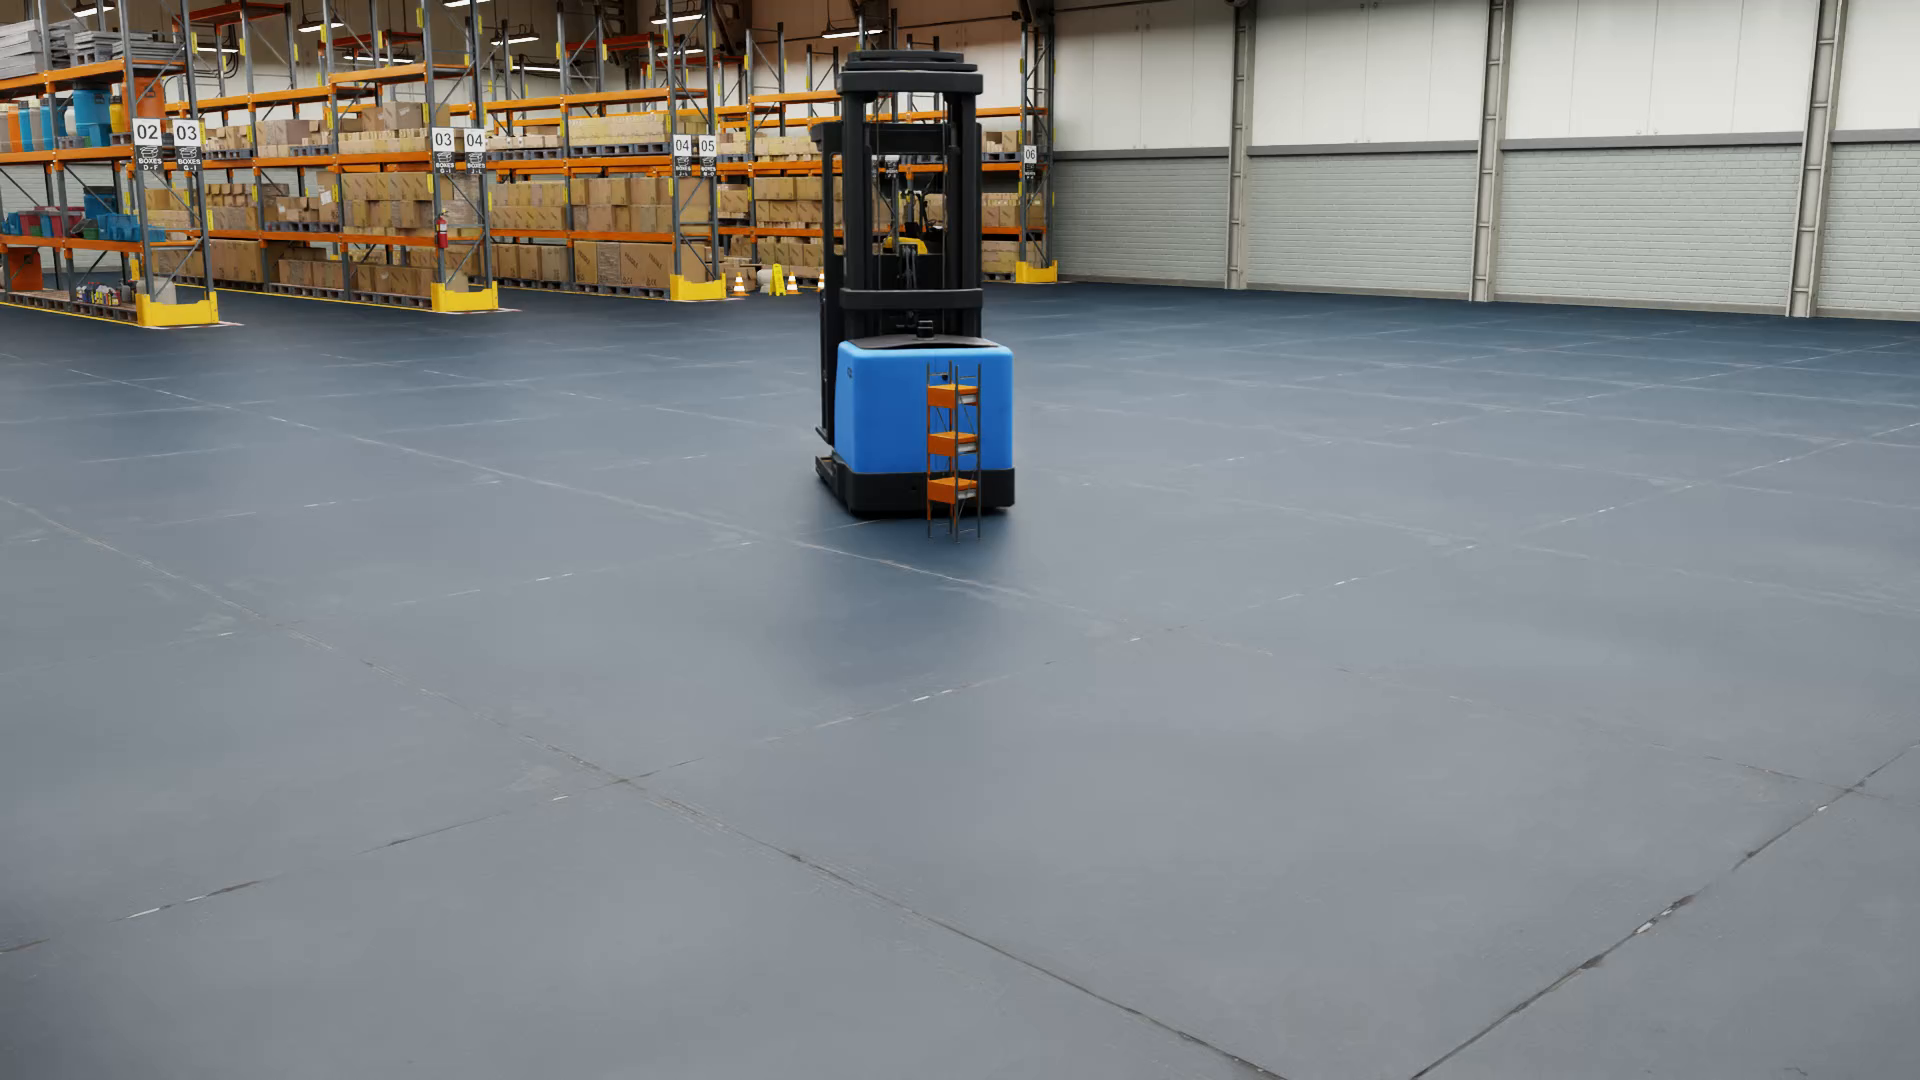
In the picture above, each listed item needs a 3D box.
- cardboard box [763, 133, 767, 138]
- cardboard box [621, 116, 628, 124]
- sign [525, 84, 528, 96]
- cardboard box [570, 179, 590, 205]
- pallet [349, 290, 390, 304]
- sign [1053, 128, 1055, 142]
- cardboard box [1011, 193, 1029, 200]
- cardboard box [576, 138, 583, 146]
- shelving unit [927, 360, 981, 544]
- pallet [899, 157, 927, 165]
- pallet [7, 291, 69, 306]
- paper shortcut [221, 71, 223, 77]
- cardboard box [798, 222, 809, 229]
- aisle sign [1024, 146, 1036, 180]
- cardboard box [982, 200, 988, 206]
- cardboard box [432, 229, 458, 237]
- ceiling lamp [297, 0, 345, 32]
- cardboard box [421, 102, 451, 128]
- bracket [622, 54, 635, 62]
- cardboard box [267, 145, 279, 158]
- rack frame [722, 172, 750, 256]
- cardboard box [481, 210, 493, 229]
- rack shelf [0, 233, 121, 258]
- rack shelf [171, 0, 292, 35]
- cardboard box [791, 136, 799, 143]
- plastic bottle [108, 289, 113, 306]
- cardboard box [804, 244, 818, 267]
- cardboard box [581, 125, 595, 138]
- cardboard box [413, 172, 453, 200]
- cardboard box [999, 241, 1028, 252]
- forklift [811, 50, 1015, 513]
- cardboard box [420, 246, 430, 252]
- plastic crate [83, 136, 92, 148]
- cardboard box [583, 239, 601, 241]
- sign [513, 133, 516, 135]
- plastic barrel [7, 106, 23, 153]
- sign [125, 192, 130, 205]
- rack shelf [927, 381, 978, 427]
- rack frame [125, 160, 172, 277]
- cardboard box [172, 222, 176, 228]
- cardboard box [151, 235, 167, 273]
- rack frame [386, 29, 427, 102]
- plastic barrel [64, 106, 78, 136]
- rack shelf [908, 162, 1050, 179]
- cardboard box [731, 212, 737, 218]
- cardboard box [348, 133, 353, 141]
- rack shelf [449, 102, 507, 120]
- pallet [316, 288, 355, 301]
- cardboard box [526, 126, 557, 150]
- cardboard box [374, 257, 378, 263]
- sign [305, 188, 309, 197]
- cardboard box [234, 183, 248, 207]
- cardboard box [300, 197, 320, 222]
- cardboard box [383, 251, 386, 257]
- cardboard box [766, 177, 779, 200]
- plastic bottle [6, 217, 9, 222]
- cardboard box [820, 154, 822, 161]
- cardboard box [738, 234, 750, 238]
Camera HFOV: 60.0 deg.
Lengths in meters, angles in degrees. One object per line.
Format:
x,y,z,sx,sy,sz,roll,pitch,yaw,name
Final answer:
-4.983,-9.659,40.019,0.500,0.250,0.500,-11,16,-44,cardboard box
-6.622,-8.491,33.614,0.380,0.149,0.250,-11,16,-43,cardboard box
-12.403,-12.860,47.517,0.100,0.325,0.005,-11,16,-43,sign
-7.799,-7.439,35.539,0.875,0.550,0.550,-11,16,-43,cardboard box
-11.196,-4.760,32.494,1.003,0.211,1.213,-11,16,-43,pallet
2.237,-9.721,39.866,0.100,0.325,0.005,-11,16,-43,sign
1.432,-8.244,39.900,0.380,0.149,0.250,-11,16,-42,cardboard box
-7.843,-8.358,34.948,0.380,0.149,0.250,-11,16,-42,cardboard box
-0.037,-0.522,9.843,0.215,1.050,0.252,-11,16,-43,shelving unit
-1.549,-9.795,43.060,1.217,0.209,0.805,11,16,43,pallet
-17.523,-4.629,31.855,1.003,0.211,1.213,-11,16,-43,pallet
-15.740,-9.929,35.459,0.009,0.170,0.078,4,-25,-45,paper shortcut
-3.462,-7.166,37.881,0.380,0.149,0.250,-11,16,-43,cardboard box
1.665,-8.931,39.387,0.394,0.787,0.004,-11,16,-43,aisle sign
0.675,-8.237,40.601,0.250,0.149,0.380,11,16,43,cardboard box
-9.269,-5.525,29.919,0.380,0.149,0.250,-11,16,-43,cardboard box
-14.641,-13.446,38.410,0.800,3.185,2.000,-11,16,-43,ceiling lamp
-9.753,-7.798,30.672,0.500,0.500,0.500,-11,16,-43,cardboard box
-10.398,-15.154,52.245,0.235,0.232,0.430,-11,16,-43,bracket
-13.953,-8.020,34.342,0.500,0.250,0.500,-10,16,-41,cardboard box
-6.455,-9.460,48.395,1.000,3.000,0.127,-11,16,-43,rack frame
-10.676,-7.425,38.271,0.500,0.500,0.500,-11,16,-42,cardboard box
-16.649,-5.469,30.804,1.077,0.370,4.000,-11,16,-43,rack shelf
-15.829,-11.309,36.047,1.077,0.370,4.000,-11,16,-43,rack shelf
-3.598,-9.063,37.680,0.380,0.149,0.250,-11,16,-43,cardboard box
-14.185,-4.052,27.786,0.061,0.283,0.133,-10,16,-41,plastic bottle
-3.204,-6.474,37.814,0.500,0.500,0.500,11,16,44,cardboard box
-7.544,-8.508,34.686,0.500,0.250,0.500,-11,16,-43,cardboard box
-9.482,-6.366,29.913,0.500,0.500,0.500,-11,16,-43,cardboard box
1.288,-7.081,40.144,0.500,0.250,0.500,-10,15,-41,cardboard box
-0.442,-1.860,11.674,1.130,2.935,3.031,-2,12,-11,forklift
-12.864,-7.190,40.671,0.500,0.250,0.500,-10,16,-41,cardboard box
-14.375,-6.626,27.732,0.336,0.188,0.450,-11,16,-43,plastic crate
-9.557,-7.853,44.822,0.875,0.875,0.875,-10,15,-41,cardboard box
-10.384,-9.317,38.788,0.100,0.325,0.005,-11,16,-43,sign
-17.168,-7.547,30.610,0.600,0.830,0.708,-11,16,-43,plastic barrel
-20.378,-8.357,40.699,0.100,0.325,0.005,-11,16,-43,sign
-0.037,-0.790,9.788,0.215,0.259,0.240,-11,16,-43,rack shelf
-19.973,-7.971,41.165,1.000,3.000,0.127,-11,16,-43,rack frame
-18.190,-7.375,38.898,0.380,0.149,0.250,-11,16,-42,cardboard box
-19.473,-7.053,40.938,0.875,0.875,0.875,-11,16,-43,cardboard box
-13.553,-11.002,41.010,1.000,3.000,0.127,-11,16,-43,rack frame
-15.113,-7.168,28.520,0.421,0.512,0.421,0,12,0,plastic barrel
0.450,-9.117,41.081,1.077,0.370,4.000,-11,16,-43,rack shelf
-5.243,-7.760,39.727,0.250,0.149,0.380,11,16,43,cardboard box
-11.451,-7.690,31.756,0.250,0.149,0.380,11,16,42,cardboard box
-12.172,-10.161,39.706,1.077,0.370,4.000,-11,16,-43,rack shelf
-12.224,-4.967,33.497,1.003,0.211,1.213,-11,16,-43,pallet
-9.388,-9.038,37.374,0.500,0.500,0.500,-11,16,-43,cardboard box
-14.857,-7.221,42.814,0.250,0.149,0.380,11,16,42,cardboard box
-14.062,-7.408,35.763,0.100,0.325,0.005,-11,16,-43,sign
-15.389,-7.548,36.379,0.797,0.503,0.637,-10,16,-41,cardboard box
-12.950,-6.716,33.777,0.797,0.503,0.637,-9,15,-37,cardboard box
-14.492,-7.295,42.438,0.380,0.149,0.250,-10,15,-41,cardboard box
-4.034,-8.113,38.392,0.700,0.500,0.500,-11,16,-42,cardboard box
-19.178,-6.382,33.578,0.144,0.351,0.185,-11,16,-43,plastic bottle
-2.892,-8.527,37.055,0.380,0.149,0.250,-11,16,-43,cardboard box
-6.186,-8.784,47.923,0.250,0.149,0.380,11,16,42,cardboard box
